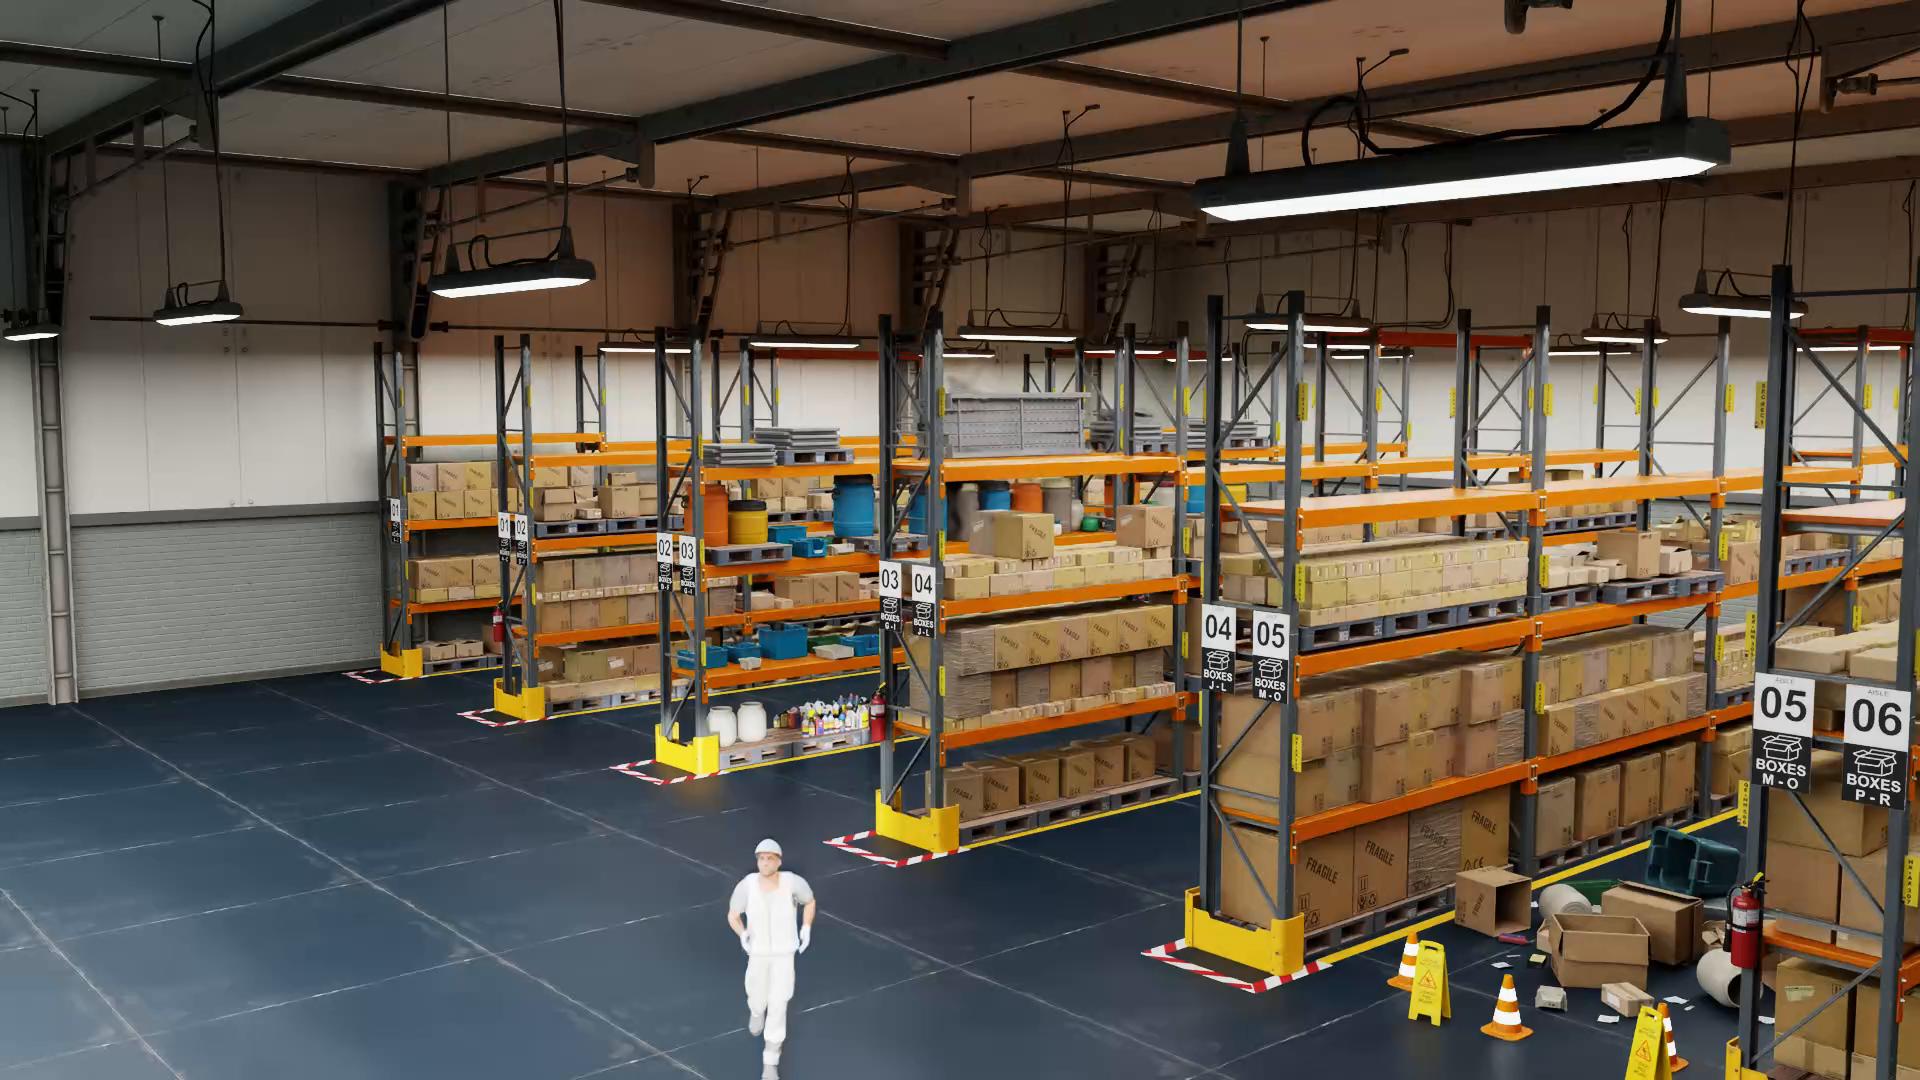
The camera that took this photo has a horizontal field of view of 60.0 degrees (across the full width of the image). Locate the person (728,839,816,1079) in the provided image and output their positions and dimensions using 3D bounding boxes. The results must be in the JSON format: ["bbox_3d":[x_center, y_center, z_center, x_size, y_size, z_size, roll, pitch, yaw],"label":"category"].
[{"bbox_3d":[-1.433,3.138,12.691,0.664,1.781,0.886,0,5,-3],"label":"person"}]

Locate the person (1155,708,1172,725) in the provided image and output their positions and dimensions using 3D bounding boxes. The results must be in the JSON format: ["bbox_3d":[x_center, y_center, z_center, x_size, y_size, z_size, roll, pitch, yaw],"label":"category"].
[{"bbox_3d":[2.820,1.893,23.768,0.638,1.781,0.657,-4,7,-40],"label":"person"}]
